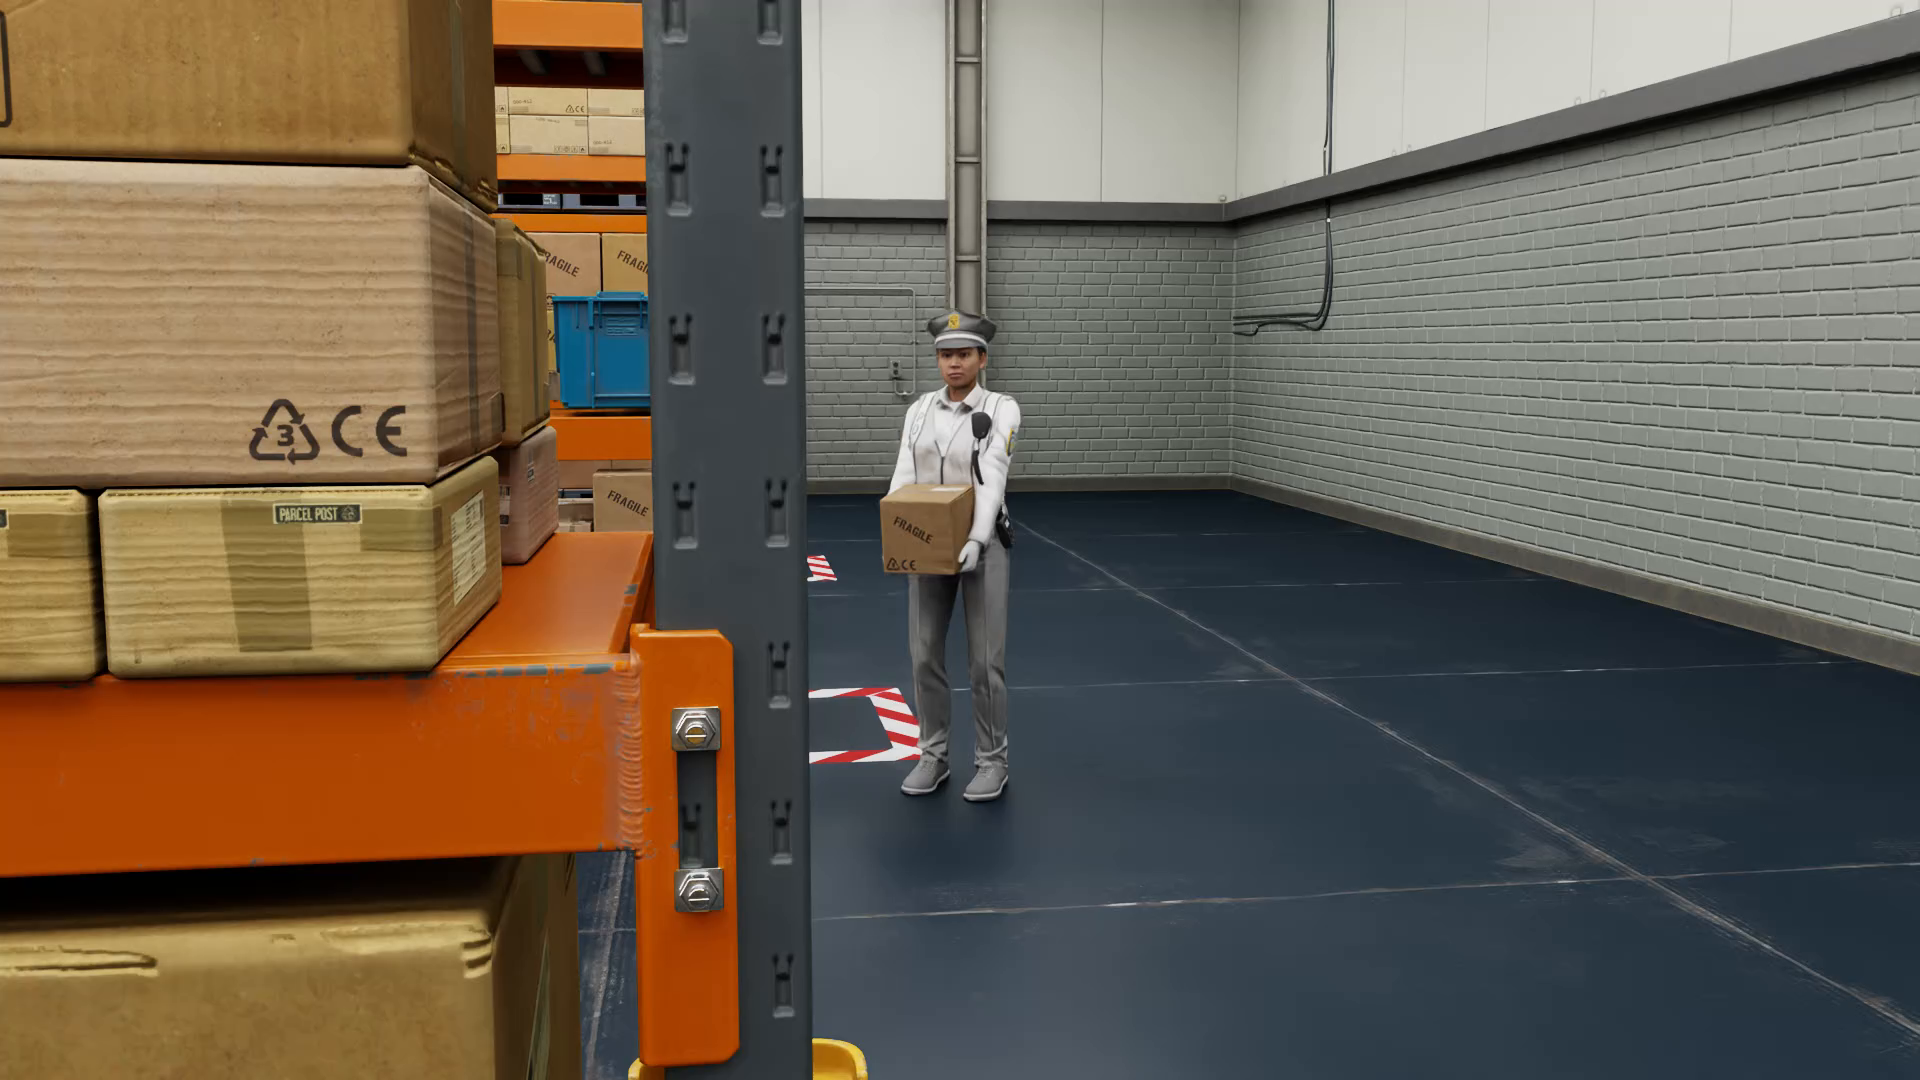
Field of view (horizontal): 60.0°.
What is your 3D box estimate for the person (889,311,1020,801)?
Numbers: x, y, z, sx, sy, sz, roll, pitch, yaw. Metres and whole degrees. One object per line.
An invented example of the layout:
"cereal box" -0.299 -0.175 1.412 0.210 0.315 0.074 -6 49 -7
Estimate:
"person" -0.029 0.059 5.750 0.414 1.689 0.523 3 7 21
